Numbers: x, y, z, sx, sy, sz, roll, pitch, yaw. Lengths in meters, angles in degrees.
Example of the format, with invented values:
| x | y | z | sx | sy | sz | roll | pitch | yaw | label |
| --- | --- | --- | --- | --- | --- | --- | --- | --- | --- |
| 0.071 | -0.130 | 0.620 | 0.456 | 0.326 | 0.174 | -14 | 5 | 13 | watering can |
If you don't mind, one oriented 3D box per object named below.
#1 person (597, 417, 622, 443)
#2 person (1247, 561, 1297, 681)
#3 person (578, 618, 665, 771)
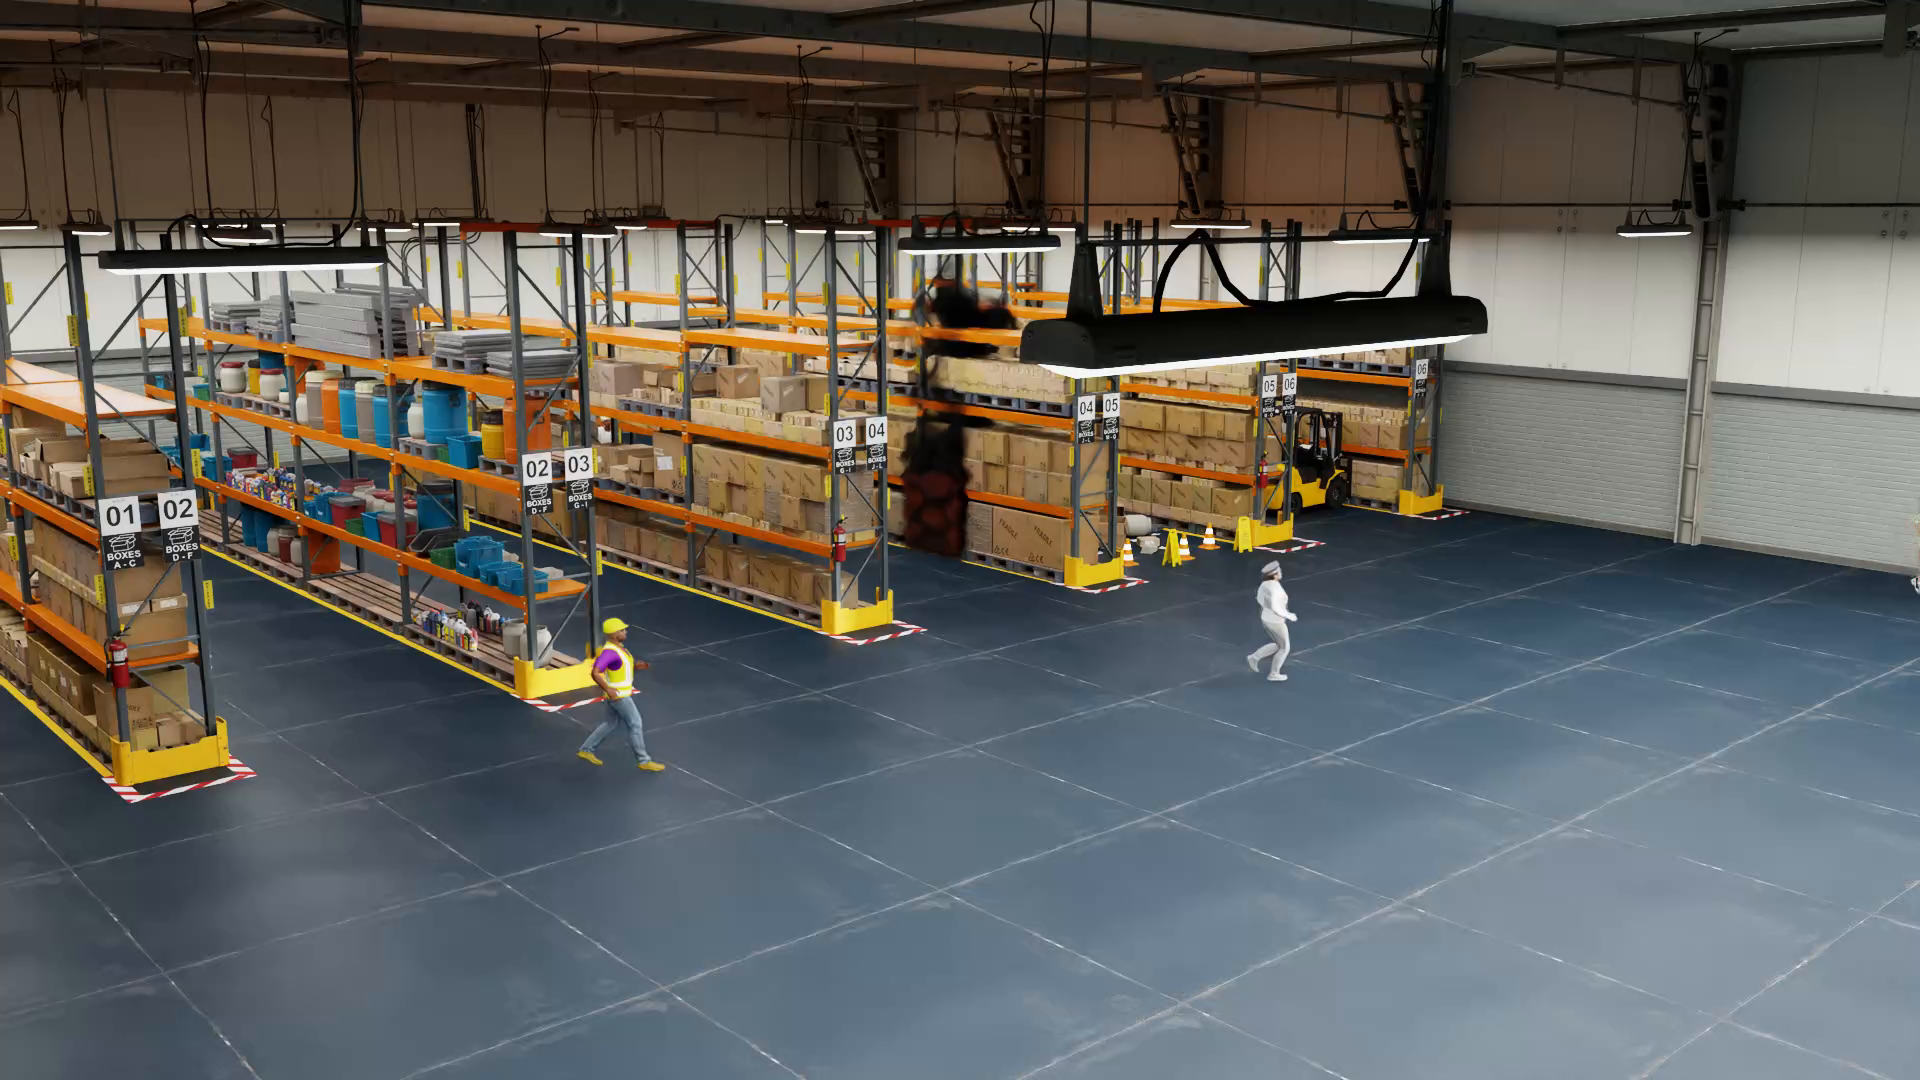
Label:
| x | y | z | sx | sy | sz | roll | pitch | yaw | label |
| --- | --- | --- | --- | --- | --- | --- | --- | --- | --- |
| -7.771 | -1.892 | 36.848 | 0.668 | 1.766 | 0.679 | -8 | 14 | -36 | person |
| 4.182 | 1.091 | 22.304 | 0.579 | 1.641 | 0.611 | -2 | 12 | -11 | person |
| -3.830 | 1.735 | 18.660 | 0.963 | 1.763 | 0.704 | -2 | 12 | -12 | person |
